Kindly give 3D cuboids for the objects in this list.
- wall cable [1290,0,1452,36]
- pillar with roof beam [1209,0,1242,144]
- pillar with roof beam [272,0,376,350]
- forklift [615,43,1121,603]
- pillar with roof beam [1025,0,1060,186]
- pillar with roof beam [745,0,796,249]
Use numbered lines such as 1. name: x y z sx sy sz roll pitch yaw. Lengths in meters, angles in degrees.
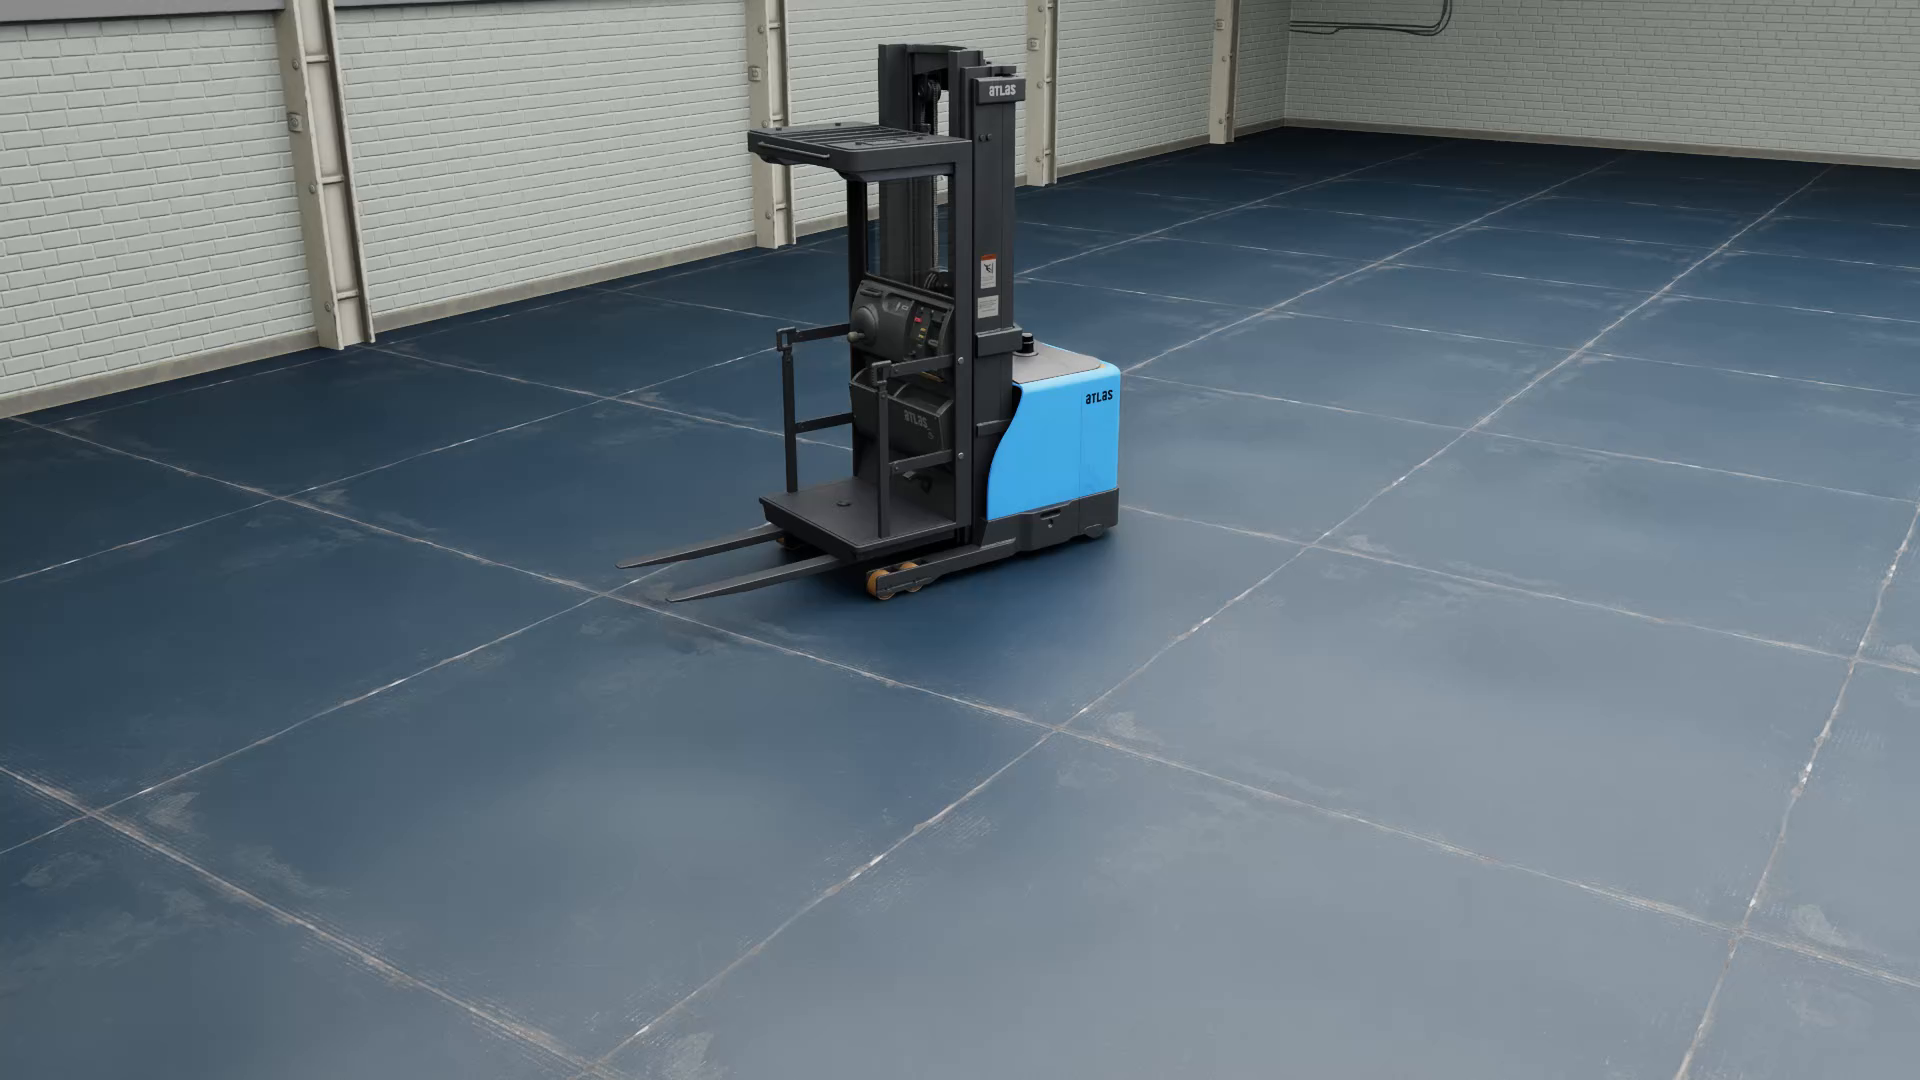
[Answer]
1. wall cable: 7.307 -10.298 29.610 3.097 2.526 0.112 13 24 32
2. pillar with roof beam: 8.118 -10.327 25.214 9.100 9.000 0.400 13 24 32
3. pillar with roof beam: -2.001 -5.163 11.252 9.100 9.000 0.400 13 24 32
4. forklift: -0.504 -1.246 9.408 3.031 2.935 1.130 -14 25 -34
5. pillar with roof beam: 4.745 -8.606 20.560 9.100 9.000 0.400 13 24 32
6. pillar with roof beam: 1.372 -6.884 15.906 9.100 9.000 0.400 13 24 32
